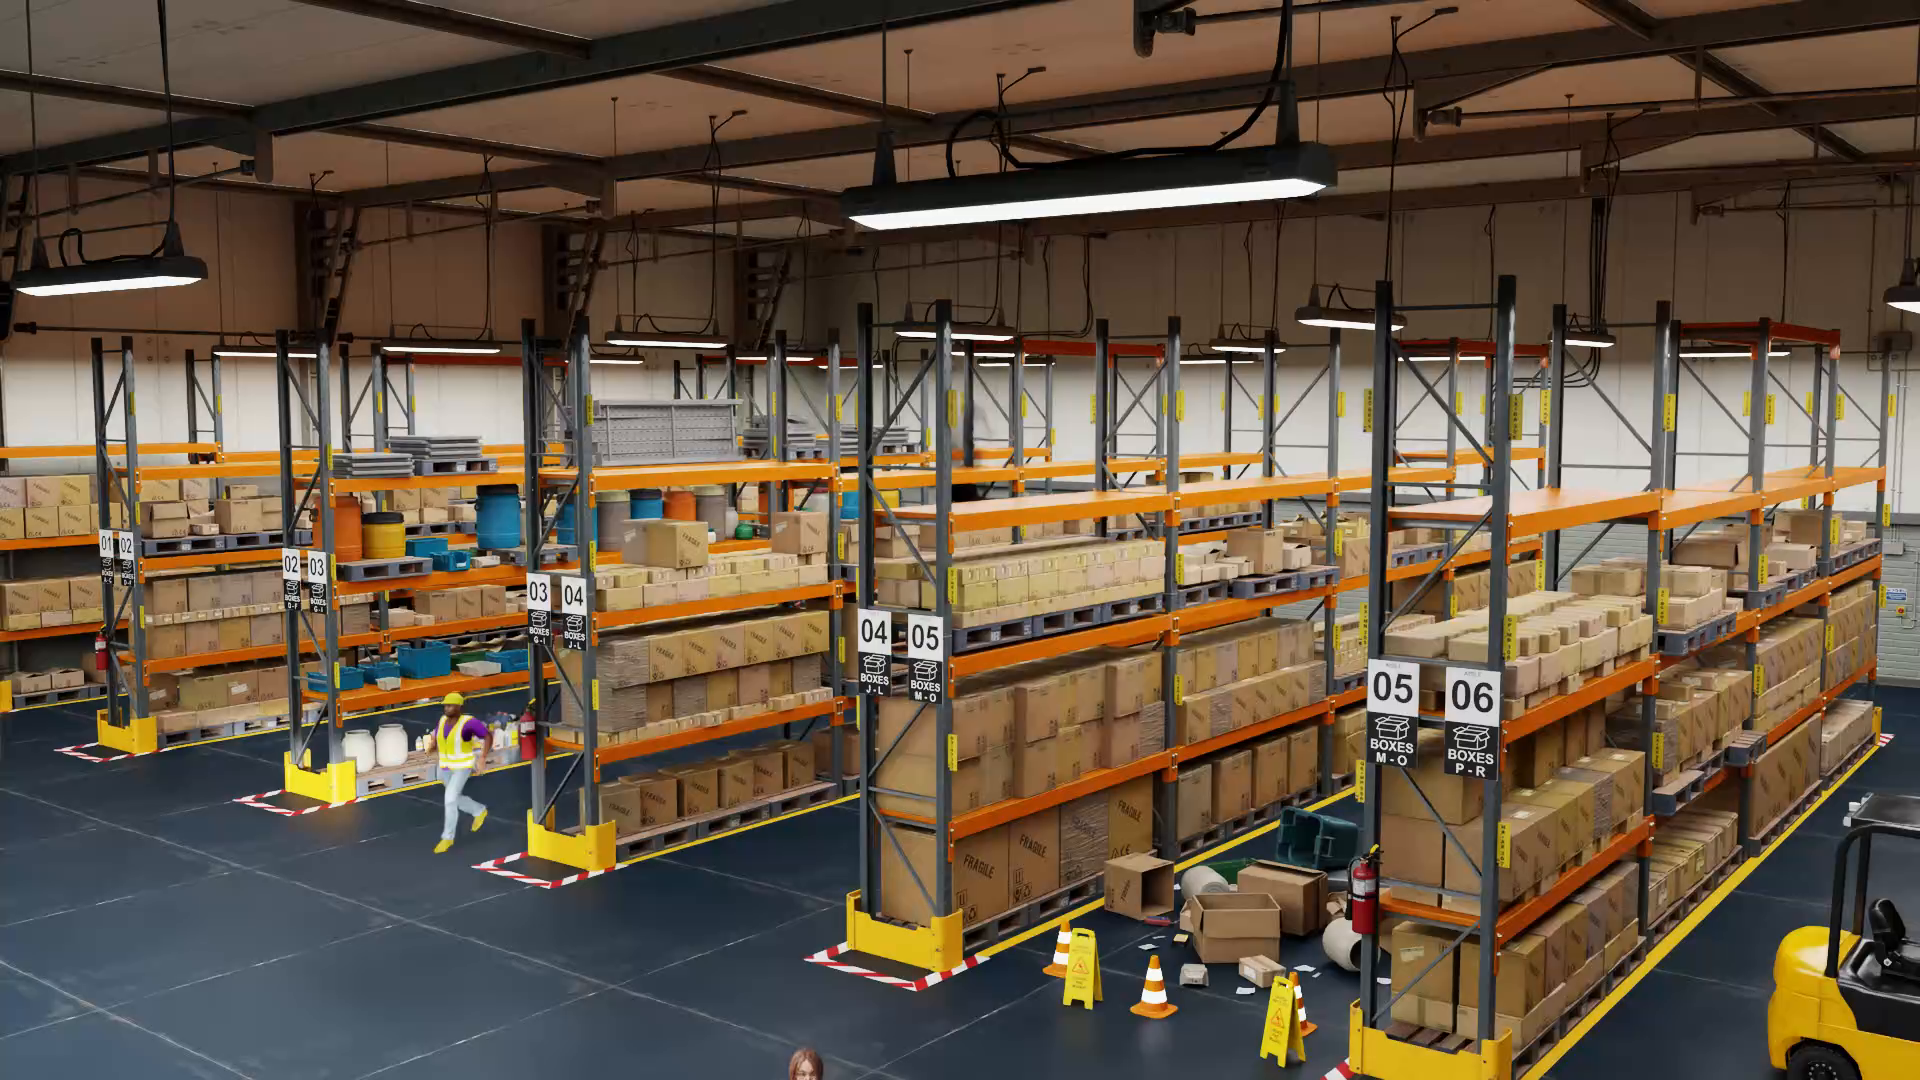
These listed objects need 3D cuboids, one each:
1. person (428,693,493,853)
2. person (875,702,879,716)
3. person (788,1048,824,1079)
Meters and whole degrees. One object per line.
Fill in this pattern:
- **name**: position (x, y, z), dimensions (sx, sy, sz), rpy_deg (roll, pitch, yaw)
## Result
- **person**: position (-5.786, 2.627, 19.167), dimensions (0.735, 1.766, 0.916), rpy_deg (3, 6, 29)
- **person**: position (-1.073, 2.115, 25.114), dimensions (0.613, 1.815, 0.909), rpy_deg (2, 6, 25)
- **person**: position (-0.851, 3.564, 9.109), dimensions (0.526, 1.631, 0.724), rpy_deg (-1, 5, -14)
